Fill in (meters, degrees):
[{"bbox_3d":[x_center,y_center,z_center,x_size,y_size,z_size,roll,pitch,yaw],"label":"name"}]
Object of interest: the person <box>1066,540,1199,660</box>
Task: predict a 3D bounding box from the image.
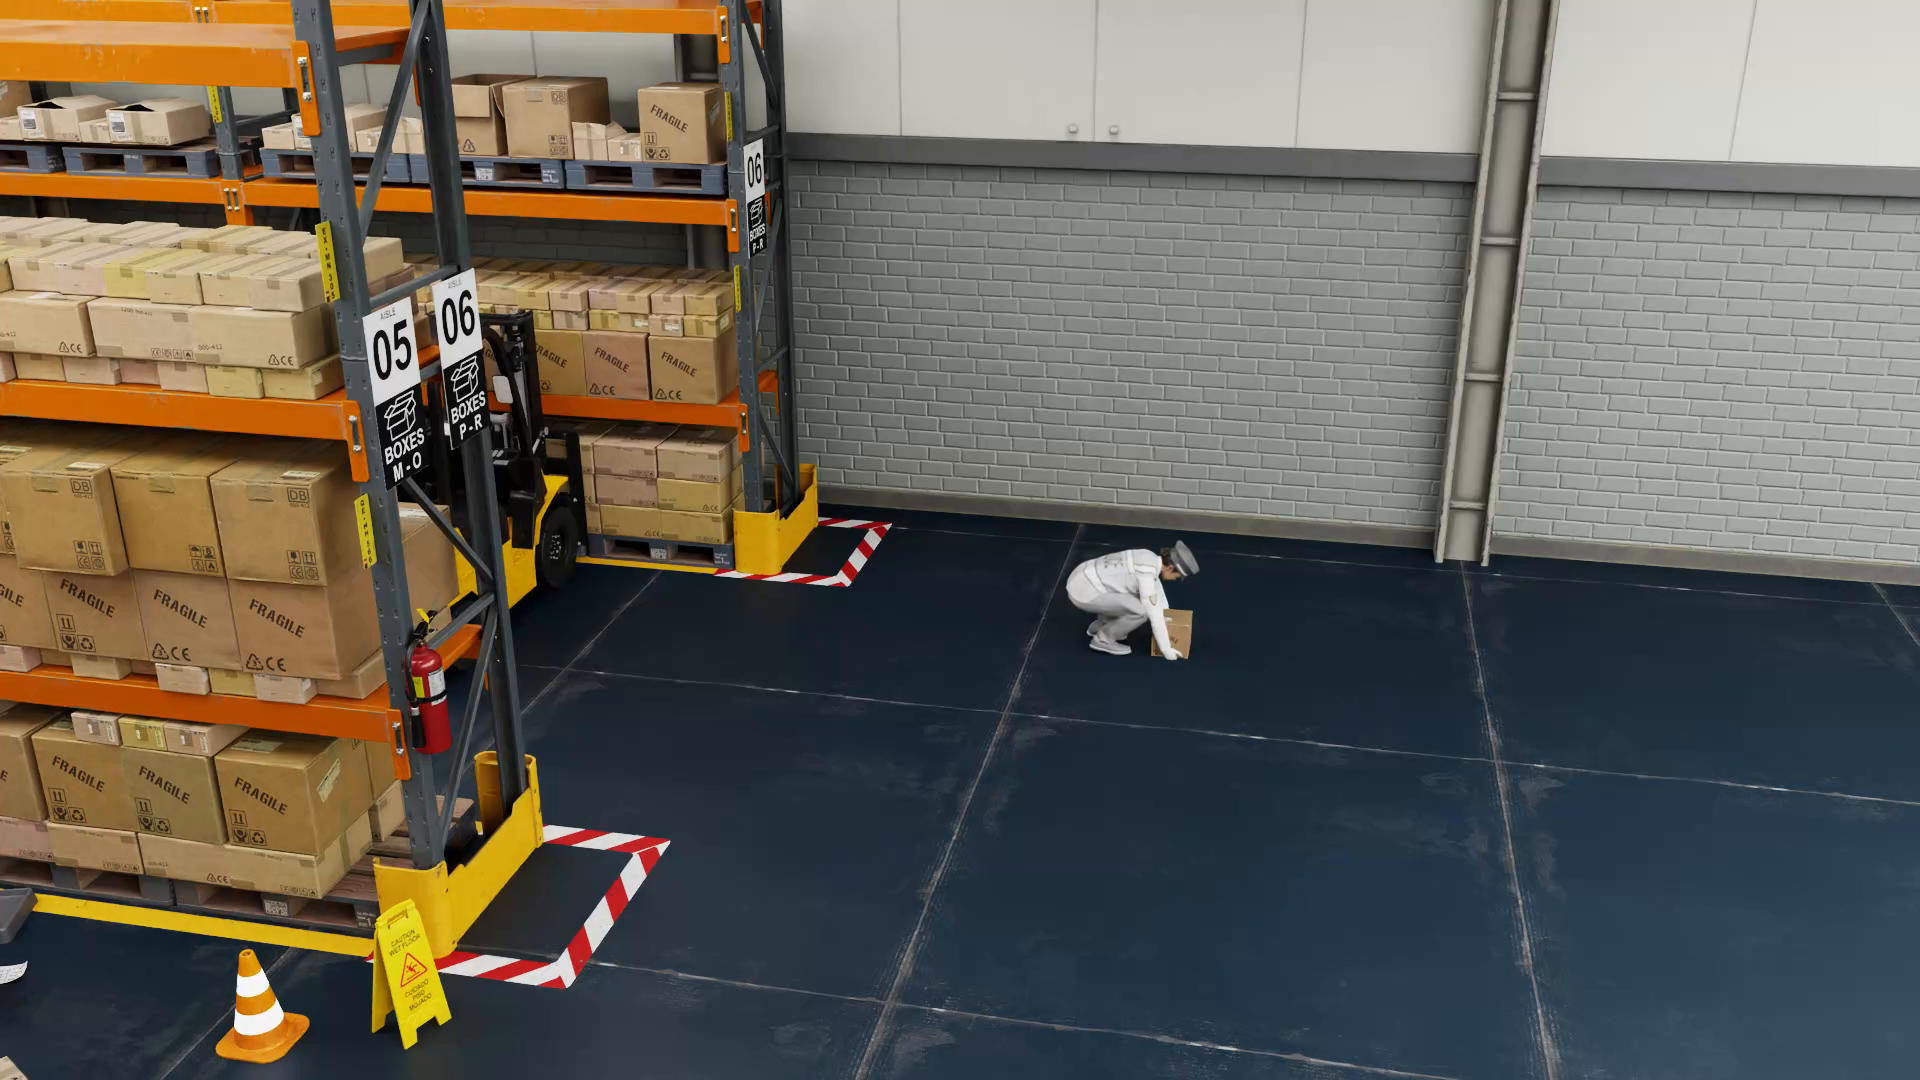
[{"bbox_3d":[1.174,0.398,11.366,0.894,0.838,0.460,4,22,10],"label":"person"}]
